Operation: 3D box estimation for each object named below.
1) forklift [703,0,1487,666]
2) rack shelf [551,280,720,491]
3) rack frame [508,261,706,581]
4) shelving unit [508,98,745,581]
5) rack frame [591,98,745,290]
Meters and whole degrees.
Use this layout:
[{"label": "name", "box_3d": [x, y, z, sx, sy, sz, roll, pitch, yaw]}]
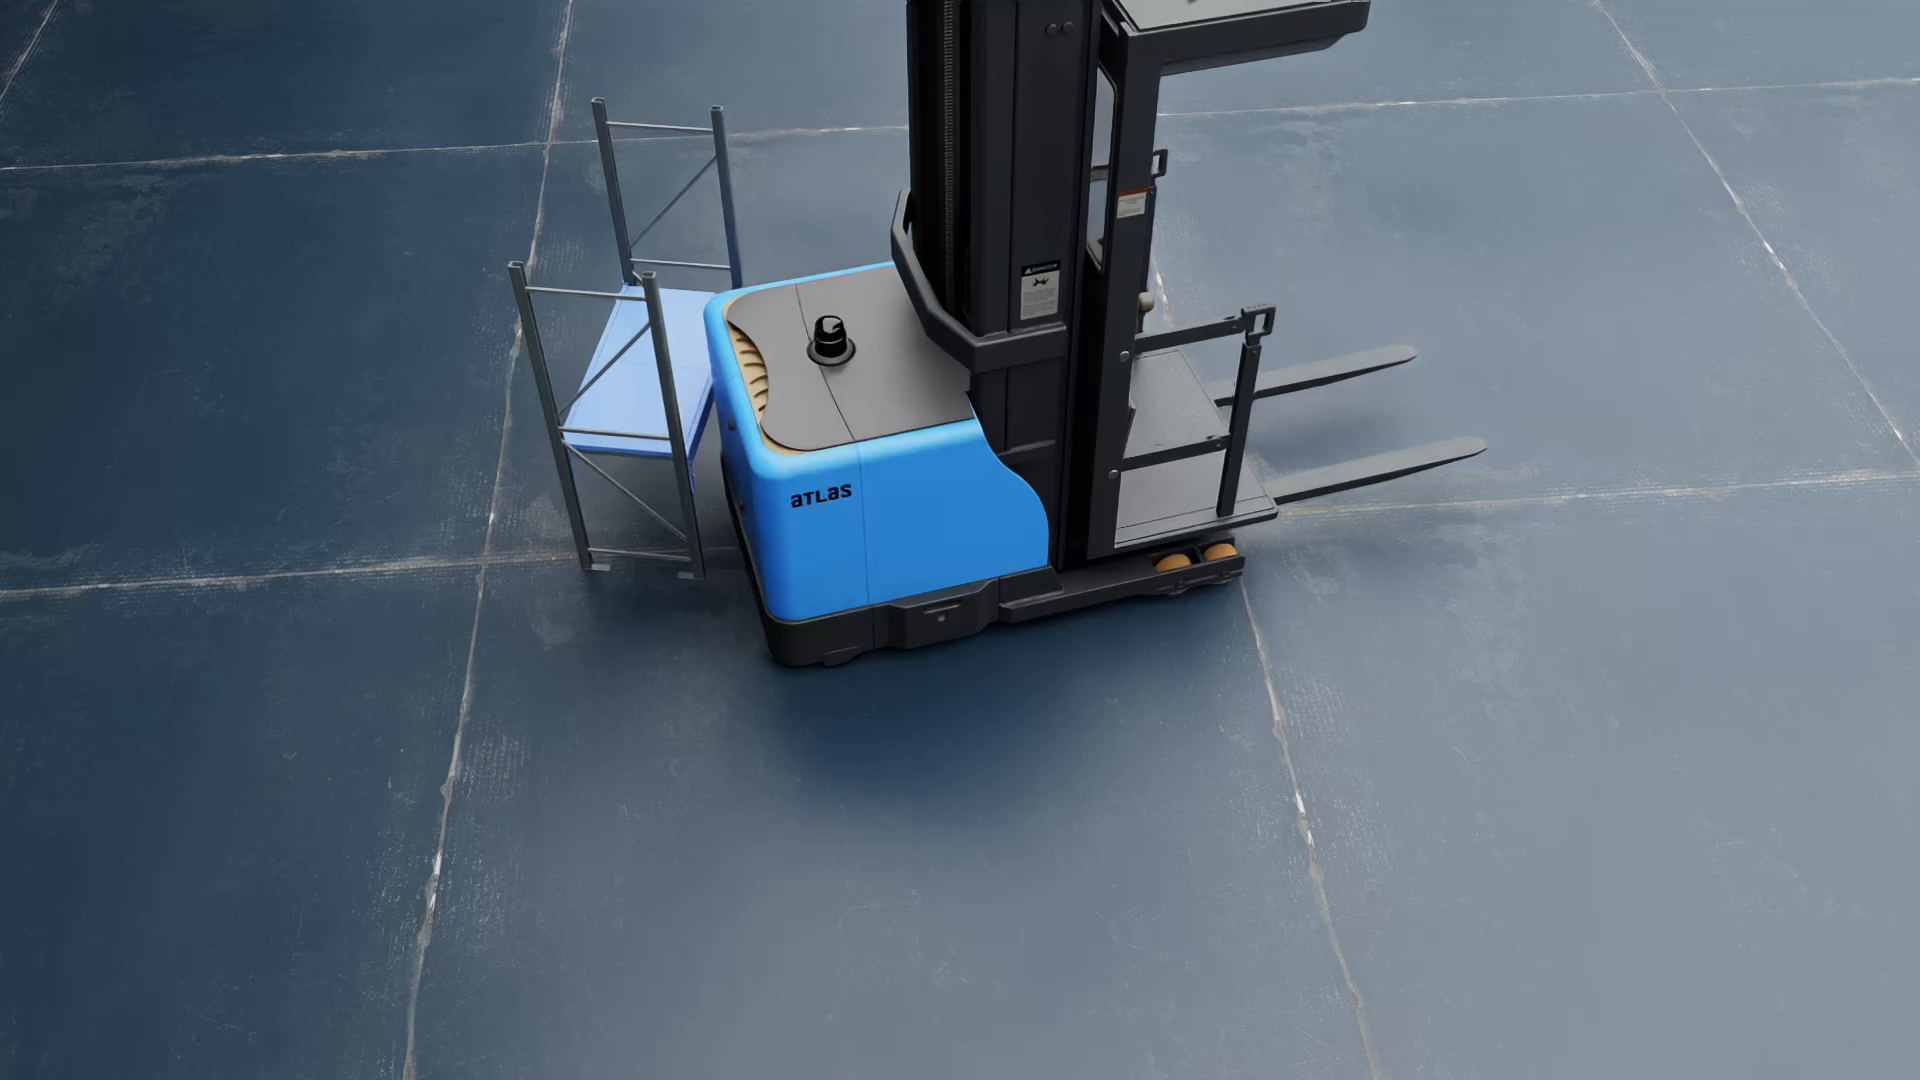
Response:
[{"label": "forklift", "box_3d": [0.615, -1.149, 5.820, 3.031, 2.935, 1.130, -12, 48, -11]}, {"label": "rack shelf", "box_3d": [-1.197, -0.628, 6.559, 0.538, 0.185, 1.000, 5, 47, 5]}, {"label": "rack frame", "box_3d": [-1.259, -0.385, 6.082, 0.500, 1.500, 0.032, 5, 47, 5]}, {"label": "shelving unit", "box_3d": [-1.197, -0.752, 6.429, 0.538, 1.500, 1.048, 5, 47, 5]}, {"label": "rack frame", "box_3d": [-1.135, -1.118, 6.776, 0.500, 1.500, 0.032, 5, 47, 5]}]
